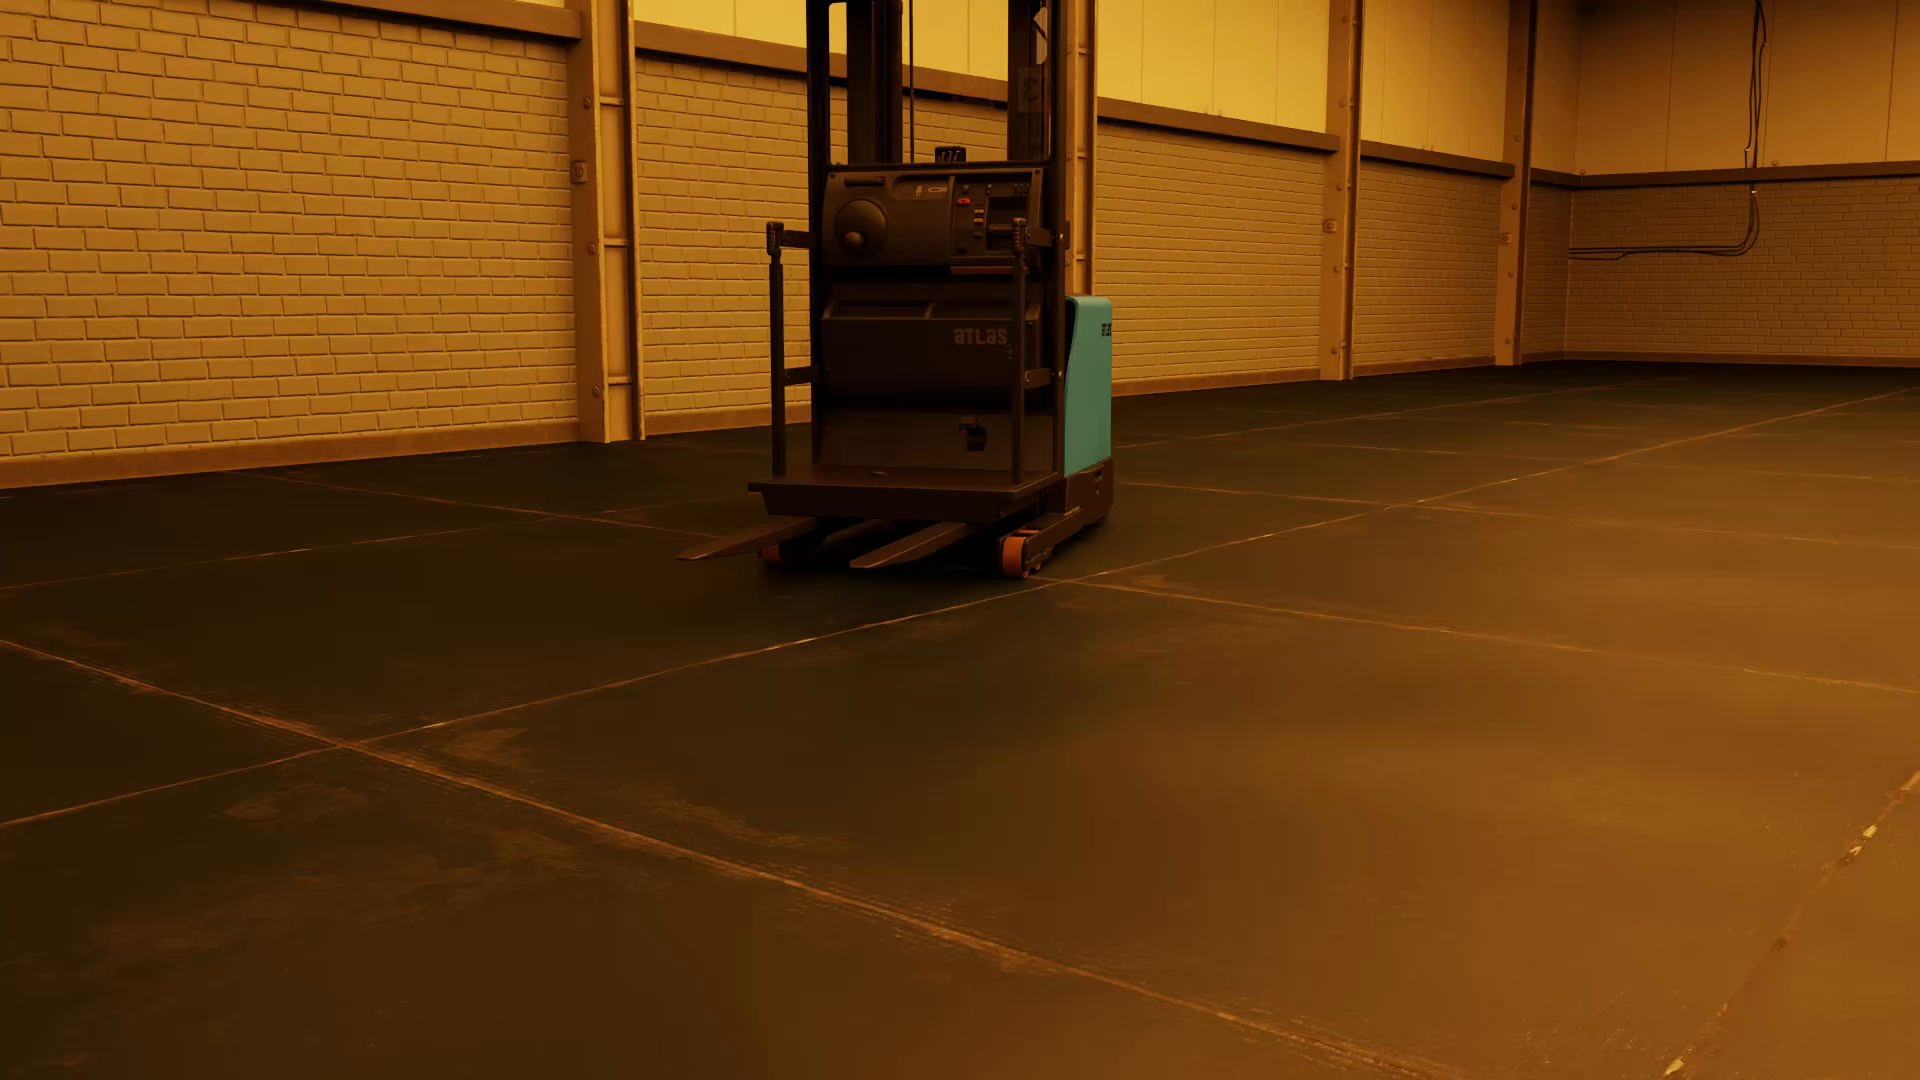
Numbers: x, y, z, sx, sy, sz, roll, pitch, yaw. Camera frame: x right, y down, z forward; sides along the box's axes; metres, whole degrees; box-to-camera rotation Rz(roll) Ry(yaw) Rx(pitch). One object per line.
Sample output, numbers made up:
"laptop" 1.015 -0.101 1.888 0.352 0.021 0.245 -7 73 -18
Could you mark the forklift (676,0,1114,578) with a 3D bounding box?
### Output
"forklift" -0.176 -1.366 6.616 1.130 2.935 3.031 3 9 17
